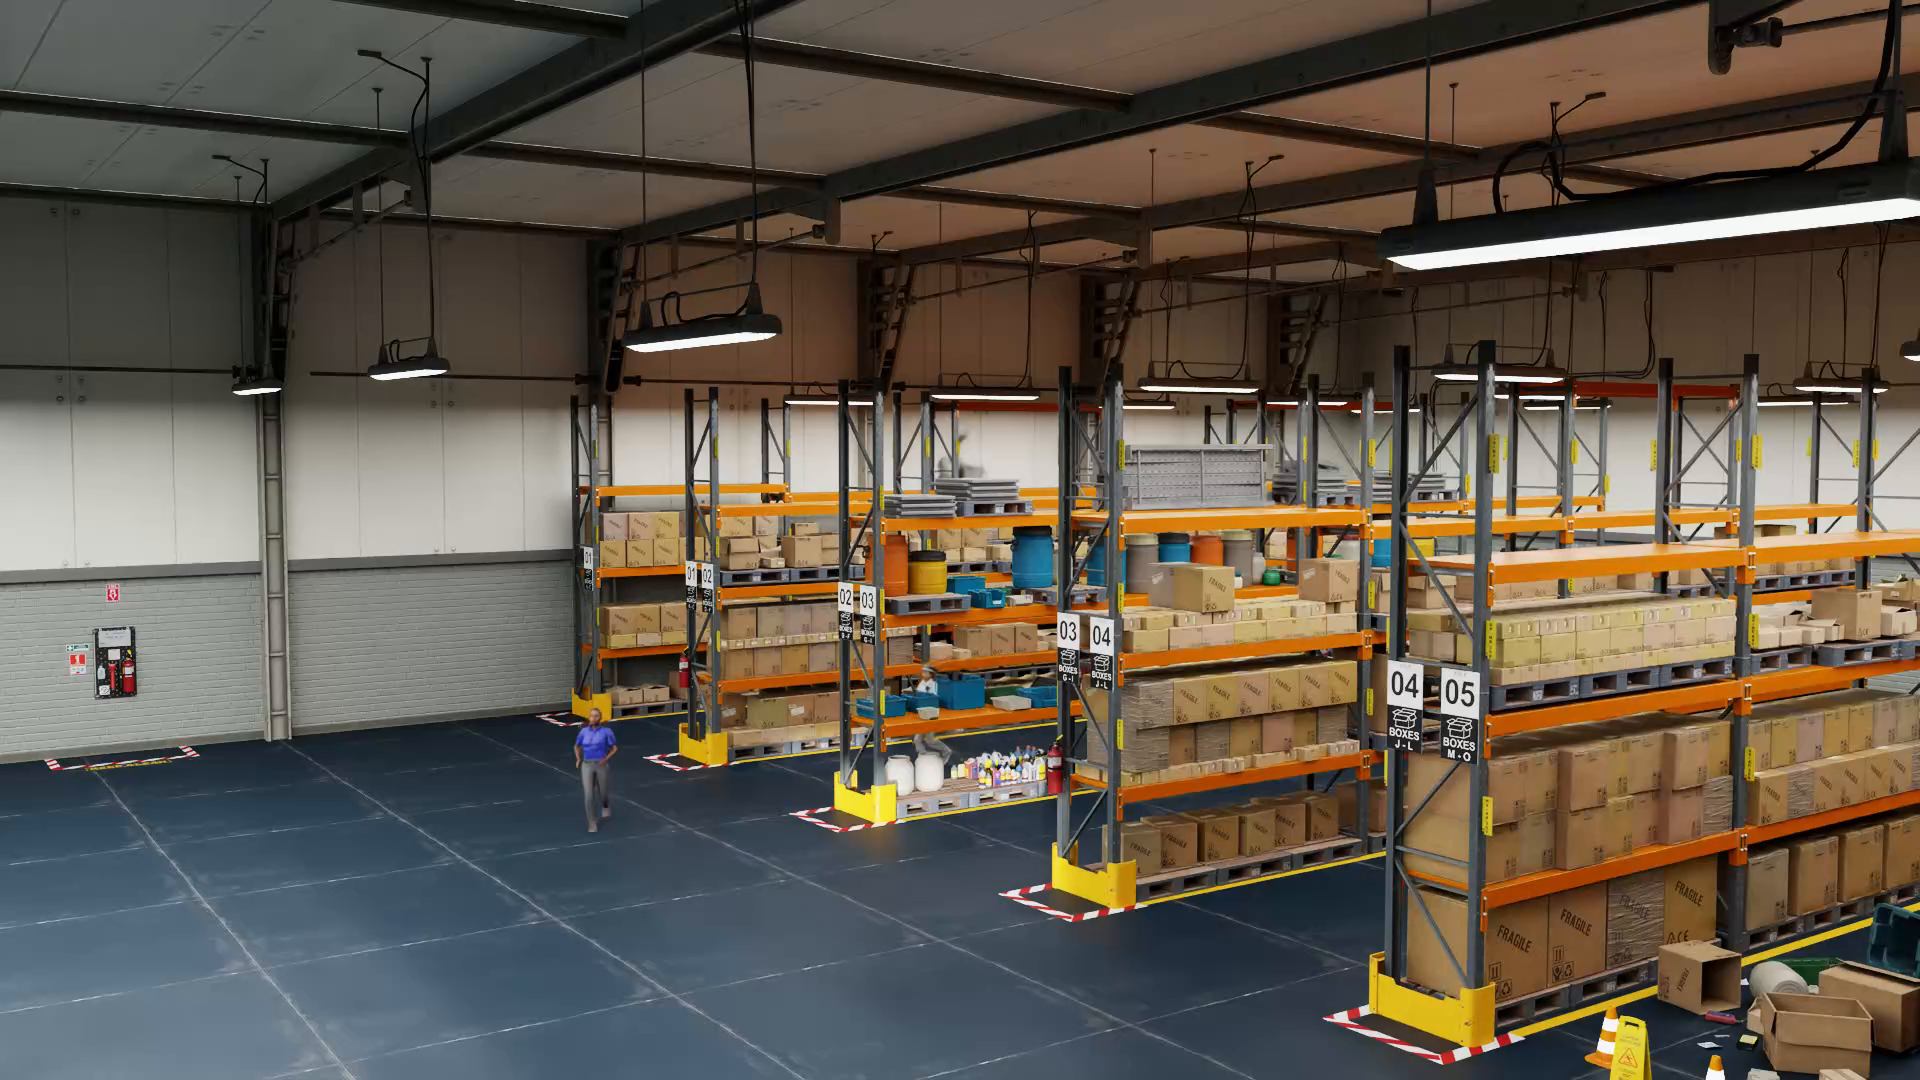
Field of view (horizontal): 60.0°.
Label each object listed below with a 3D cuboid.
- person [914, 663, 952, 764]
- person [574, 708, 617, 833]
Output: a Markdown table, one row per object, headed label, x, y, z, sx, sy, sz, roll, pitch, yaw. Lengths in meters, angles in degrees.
| label | x | y | z | sx | sy | sz | roll | pitch | yaw |
| --- | --- | --- | --- | --- | --- | --- | --- | --- | --- |
| person | -0.477 | 2.760 | 26.018 | 0.738 | 1.692 | 0.624 | -3 | 5 | -42 |
| person | -4.861 | 3.030 | 22.060 | 0.543 | 1.607 | 0.700 | 0 | 3 | -5 |
